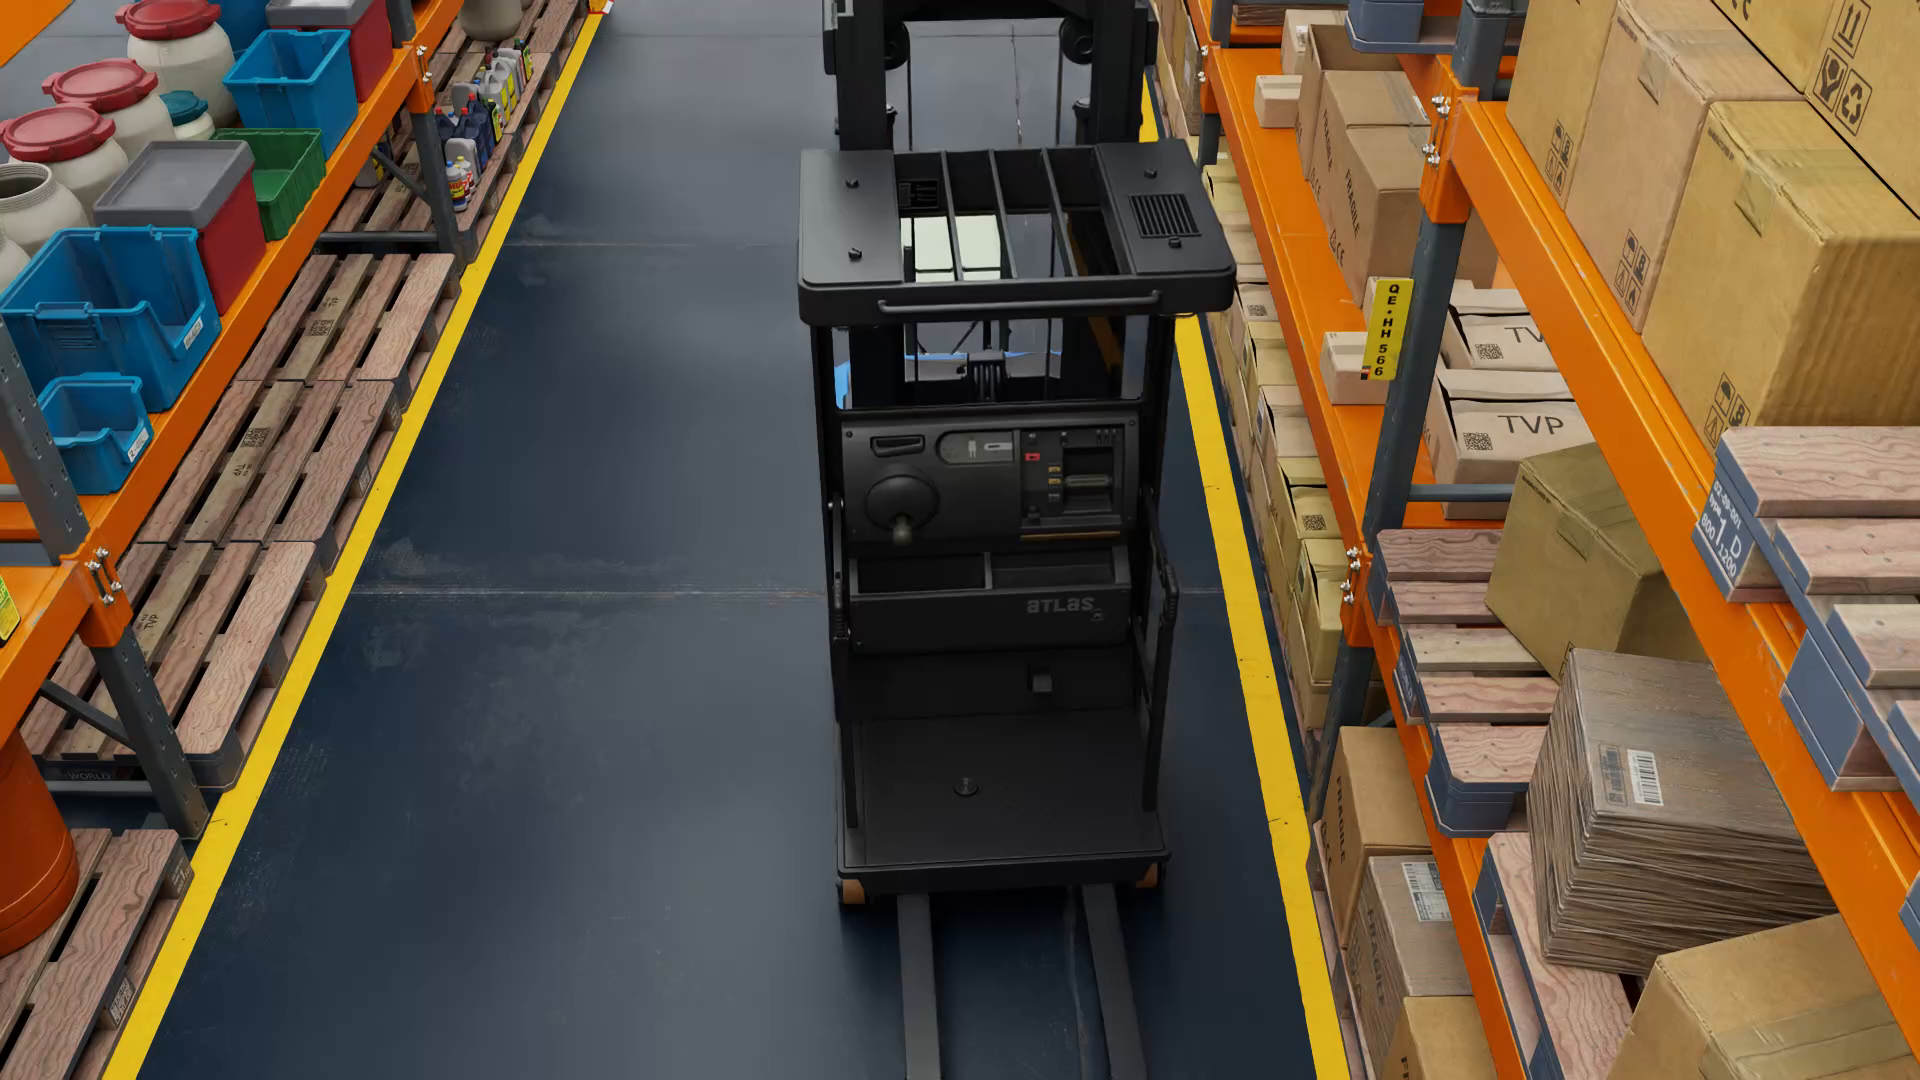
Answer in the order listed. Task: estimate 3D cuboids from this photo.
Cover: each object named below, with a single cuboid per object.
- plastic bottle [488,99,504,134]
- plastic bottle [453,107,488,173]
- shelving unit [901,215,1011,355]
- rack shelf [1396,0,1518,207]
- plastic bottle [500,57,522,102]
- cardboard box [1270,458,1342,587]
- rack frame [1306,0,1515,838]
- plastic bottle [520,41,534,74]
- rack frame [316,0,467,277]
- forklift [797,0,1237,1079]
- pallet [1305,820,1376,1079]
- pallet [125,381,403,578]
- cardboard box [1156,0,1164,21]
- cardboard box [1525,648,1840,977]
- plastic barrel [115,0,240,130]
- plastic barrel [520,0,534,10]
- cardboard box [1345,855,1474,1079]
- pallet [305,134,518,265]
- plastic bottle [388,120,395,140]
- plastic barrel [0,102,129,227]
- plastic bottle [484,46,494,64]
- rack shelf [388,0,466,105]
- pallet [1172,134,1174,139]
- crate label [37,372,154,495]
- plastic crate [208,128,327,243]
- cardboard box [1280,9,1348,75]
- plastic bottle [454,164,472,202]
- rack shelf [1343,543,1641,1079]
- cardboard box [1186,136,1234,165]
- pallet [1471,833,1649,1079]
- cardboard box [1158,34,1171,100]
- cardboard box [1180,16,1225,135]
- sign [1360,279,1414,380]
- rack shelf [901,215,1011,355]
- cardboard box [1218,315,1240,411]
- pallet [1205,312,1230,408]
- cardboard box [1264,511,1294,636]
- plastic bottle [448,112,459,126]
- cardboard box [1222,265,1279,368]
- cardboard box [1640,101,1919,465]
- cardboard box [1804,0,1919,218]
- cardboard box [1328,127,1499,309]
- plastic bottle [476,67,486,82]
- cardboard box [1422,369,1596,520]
[{"bbox_3d":[-2.772,-2.516,9.877,0.097,0.201,0.097,0,39,0],"label":"plastic bottle"},{"bbox_3d":[-2.795,-2.279,9.462,0.144,0.351,0.185,1,39,1],"label":"plastic bottle"},{"bbox_3d":[-0.039,-0.750,6.986,0.431,1.500,0.755,-3,39,-3],"label":"shelving unit"},{"bbox_3d":[1.747,-2.277,5.869,1.077,0.370,4.000,0,39,0],"label":"rack shelf"},{"bbox_3d":[-2.800,-2.854,10.239,0.152,0.276,0.135,-1,39,-1],"label":"plastic bottle"},{"bbox_3d":[1.495,-0.098,6.389,0.500,0.311,0.500,-1,39,-1],"label":"cardboard box"},{"bbox_3d":[1.749,-0.136,5.021,1.000,3.000,0.127,0,39,0],"label":"rack frame"},{"bbox_3d":[-2.773,-3.069,10.567,0.097,0.201,0.097,0,39,0],"label":"plastic bottle"},{"bbox_3d":[-3.209,-2.636,8.141,1.000,3.000,0.127,0,39,0],"label":"rack frame"},{"bbox_3d":[0.116,-0.116,5.051,1.130,2.935,3.031,-3,39,-3],"label":"forklift"},{"bbox_3d":[1.712,1.419,5.311,1.003,0.211,1.213,0,39,0],"label":"pallet"},{"bbox_3d":[-3.165,-0.292,7.446,1.003,0.211,1.213,0,39,0],"label":"pallet"},{"bbox_3d":[1.534,-3.562,10.559,0.500,0.500,0.500,0,39,0],"label":"cardboard box"},{"bbox_3d":[1.672,0.627,3.654,0.700,0.500,0.500,7,39,8],"label":"cardboard box"},{"bbox_3d":[-3.427,-2.091,7.352,0.433,0.535,0.433,0,39,0],"label":"plastic barrel"},{"bbox_3d":[-3.136,-3.919,11.396,0.421,0.512,0.421,0,39,0],"label":"plastic barrel"},{"bbox_3d":[1.470,1.280,4.902,0.500,0.500,0.500,-1,39,-2],"label":"cardboard box"},{"bbox_3d":[-3.168,-1.968,9.537,1.003,0.211,1.213,0,39,0],"label":"pallet"},{"bbox_3d":[-3.396,-2.489,9.777,0.061,0.283,0.133,0,39,0],"label":"plastic bottle"},{"bbox_3d":[-3.426,-1.362,6.442,0.433,0.535,0.433,0,39,0],"label":"plastic barrel"},{"bbox_3d":[-2.907,-2.943,10.344,0.061,0.283,0.133,0,39,0],"label":"plastic bottle"},{"bbox_3d":[-3.211,-3.606,9.927,1.077,0.370,4.000,0,39,0],"label":"rack shelf"},{"bbox_3d":[1.785,-2.047,9.635,1.003,0.211,1.213,0,39,0],"label":"pallet"},{"bbox_3d":[-2.830,-0.333,5.401,0.303,0.233,0.416,0,39,0],"label":"crate label"},{"bbox_3d":[-2.925,-1.465,6.849,0.450,0.188,0.662,0,39,0],"label":"plastic crate"},{"bbox_3d":[1.789,-2.271,7.806,0.500,0.250,0.500,2,39,3],"label":"cardboard box"},{"bbox_3d":[-2.771,-1.979,9.207,0.097,0.201,0.097,0,39,0],"label":"plastic bottle"},{"bbox_3d":[1.751,1.395,3.686,1.077,0.370,4.000,0,39,0],"label":"rack shelf"},{"bbox_3d":[1.525,-2.018,9.233,0.500,0.250,0.500,0,39,0],"label":"cardboard box"},{"bbox_3d":[1.756,1.155,3.564,1.003,0.211,1.213,0,39,0],"label":"pallet"},{"bbox_3d":[1.518,-2.956,10.403,0.500,0.250,0.500,0,39,0],"label":"cardboard box"},{"bbox_3d":[1.536,-2.624,9.389,0.500,0.500,0.500,0,39,0],"label":"cardboard box"},{"bbox_3d":[1.194,-0.586,4.656,0.100,0.325,0.005,0,39,0],"label":"sign"},{"bbox_3d":[-0.039,-1.054,6.742,0.431,0.370,0.720,-3,39,-3],"label":"rack shelf"},{"bbox_3d":[1.500,-0.833,7.753,0.500,0.250,0.500,-1,39,-1],"label":"cardboard box"},{"bbox_3d":[1.784,-1.089,8.440,1.003,0.211,1.213,0,39,0],"label":"pallet"},{"bbox_3d":[1.500,0.122,6.562,0.500,0.250,0.500,0,39,-1],"label":"cardboard box"},{"bbox_3d":[-2.916,-2.339,9.600,0.097,0.271,0.097,0,39,0],"label":"plastic bottle"},{"bbox_3d":[1.493,-1.052,7.579,0.500,0.311,0.500,-1,39,-2],"label":"cardboard box"},{"bbox_3d":[1.784,-0.429,2.908,0.910,0.500,0.500,0,39,0],"label":"cardboard box"},{"bbox_3d":[1.744,-0.825,2.603,0.500,0.500,0.500,0,39,0],"label":"cardboard box"},{"bbox_3d":[1.731,-1.225,6.299,0.500,0.500,0.500,-2,39,-2],"label":"cardboard box"},{"bbox_3d":[-2.925,-2.813,10.248,0.097,0.201,0.097,0,39,0],"label":"plastic bottle"},{"bbox_3d":[1.792,-0.329,5.333,0.500,0.311,0.500,2,39,3],"label":"cardboard box"}]
